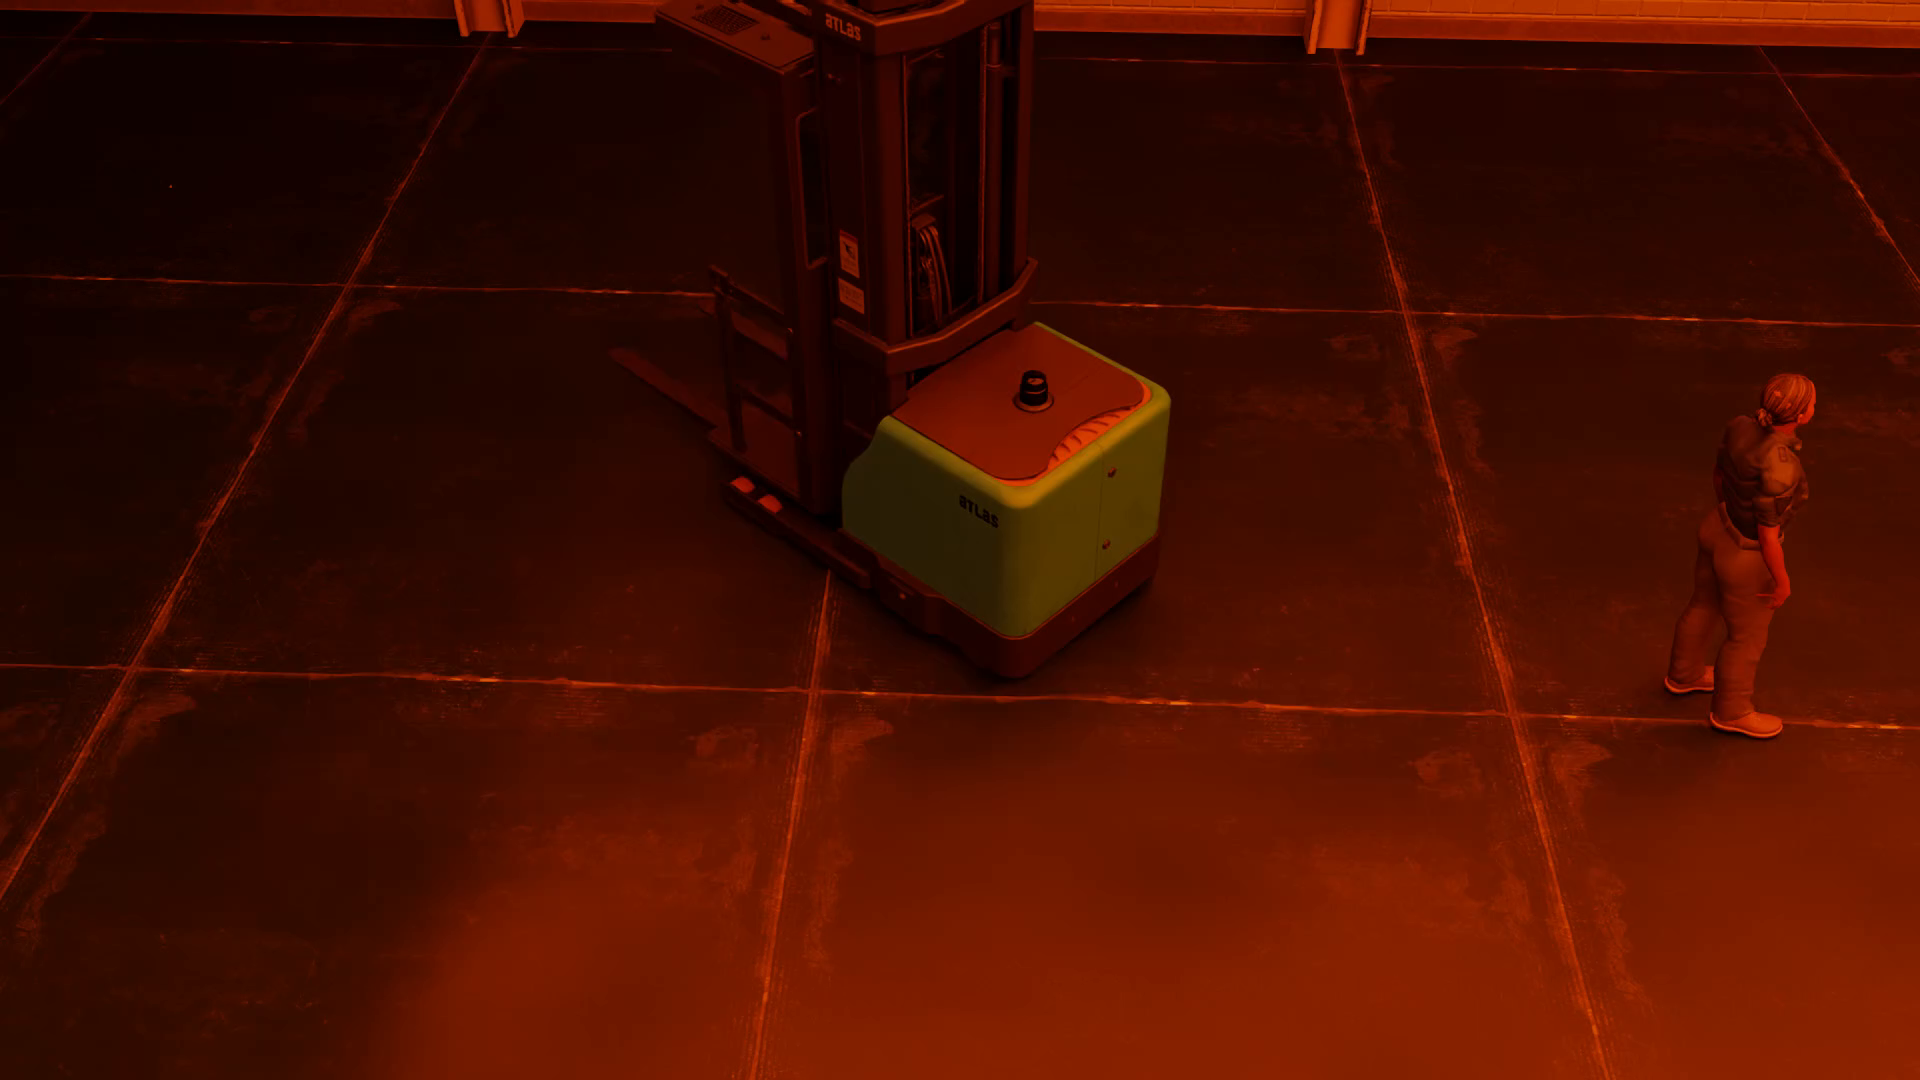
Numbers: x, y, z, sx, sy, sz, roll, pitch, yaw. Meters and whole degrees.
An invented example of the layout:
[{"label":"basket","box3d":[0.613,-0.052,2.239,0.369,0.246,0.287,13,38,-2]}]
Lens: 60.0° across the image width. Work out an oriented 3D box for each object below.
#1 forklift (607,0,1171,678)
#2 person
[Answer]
[{"label":"forklift","box3d":[-0.509,-1.362,7.234,3.031,2.935,1.130,32,51,30]},{"label":"person","box3d":[3.199,0.044,6.630,0.504,1.655,0.569,-3,42,-3]}]
